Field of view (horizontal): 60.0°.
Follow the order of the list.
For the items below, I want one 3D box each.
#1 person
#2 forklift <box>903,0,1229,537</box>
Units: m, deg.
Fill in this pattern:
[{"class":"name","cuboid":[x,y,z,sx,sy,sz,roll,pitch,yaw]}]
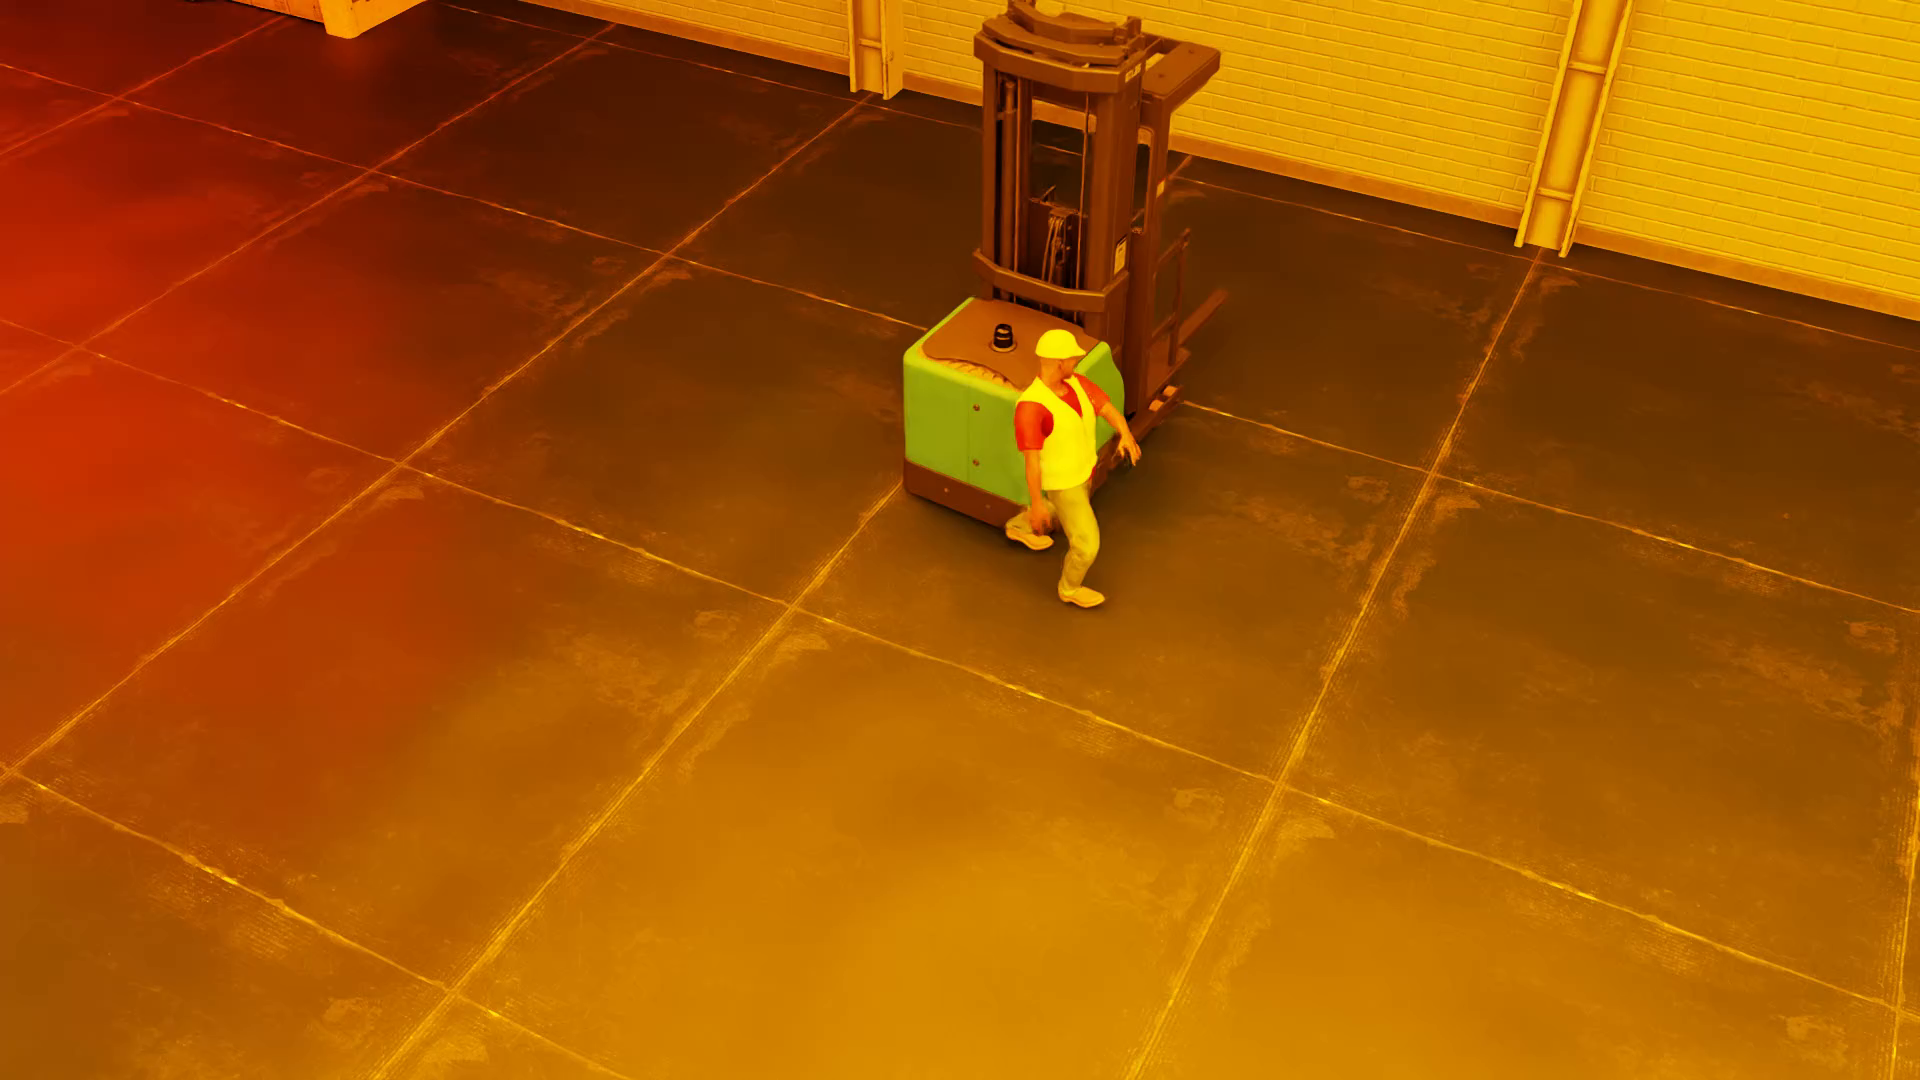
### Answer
[{"class":"person","cuboid":[0.592,-0.351,9.416,0.850,1.634,0.799,12,42,14]},{"class":"forklift","cuboid":[0.855,-2.046,10.415,1.130,2.935,3.031,22,45,24]}]
